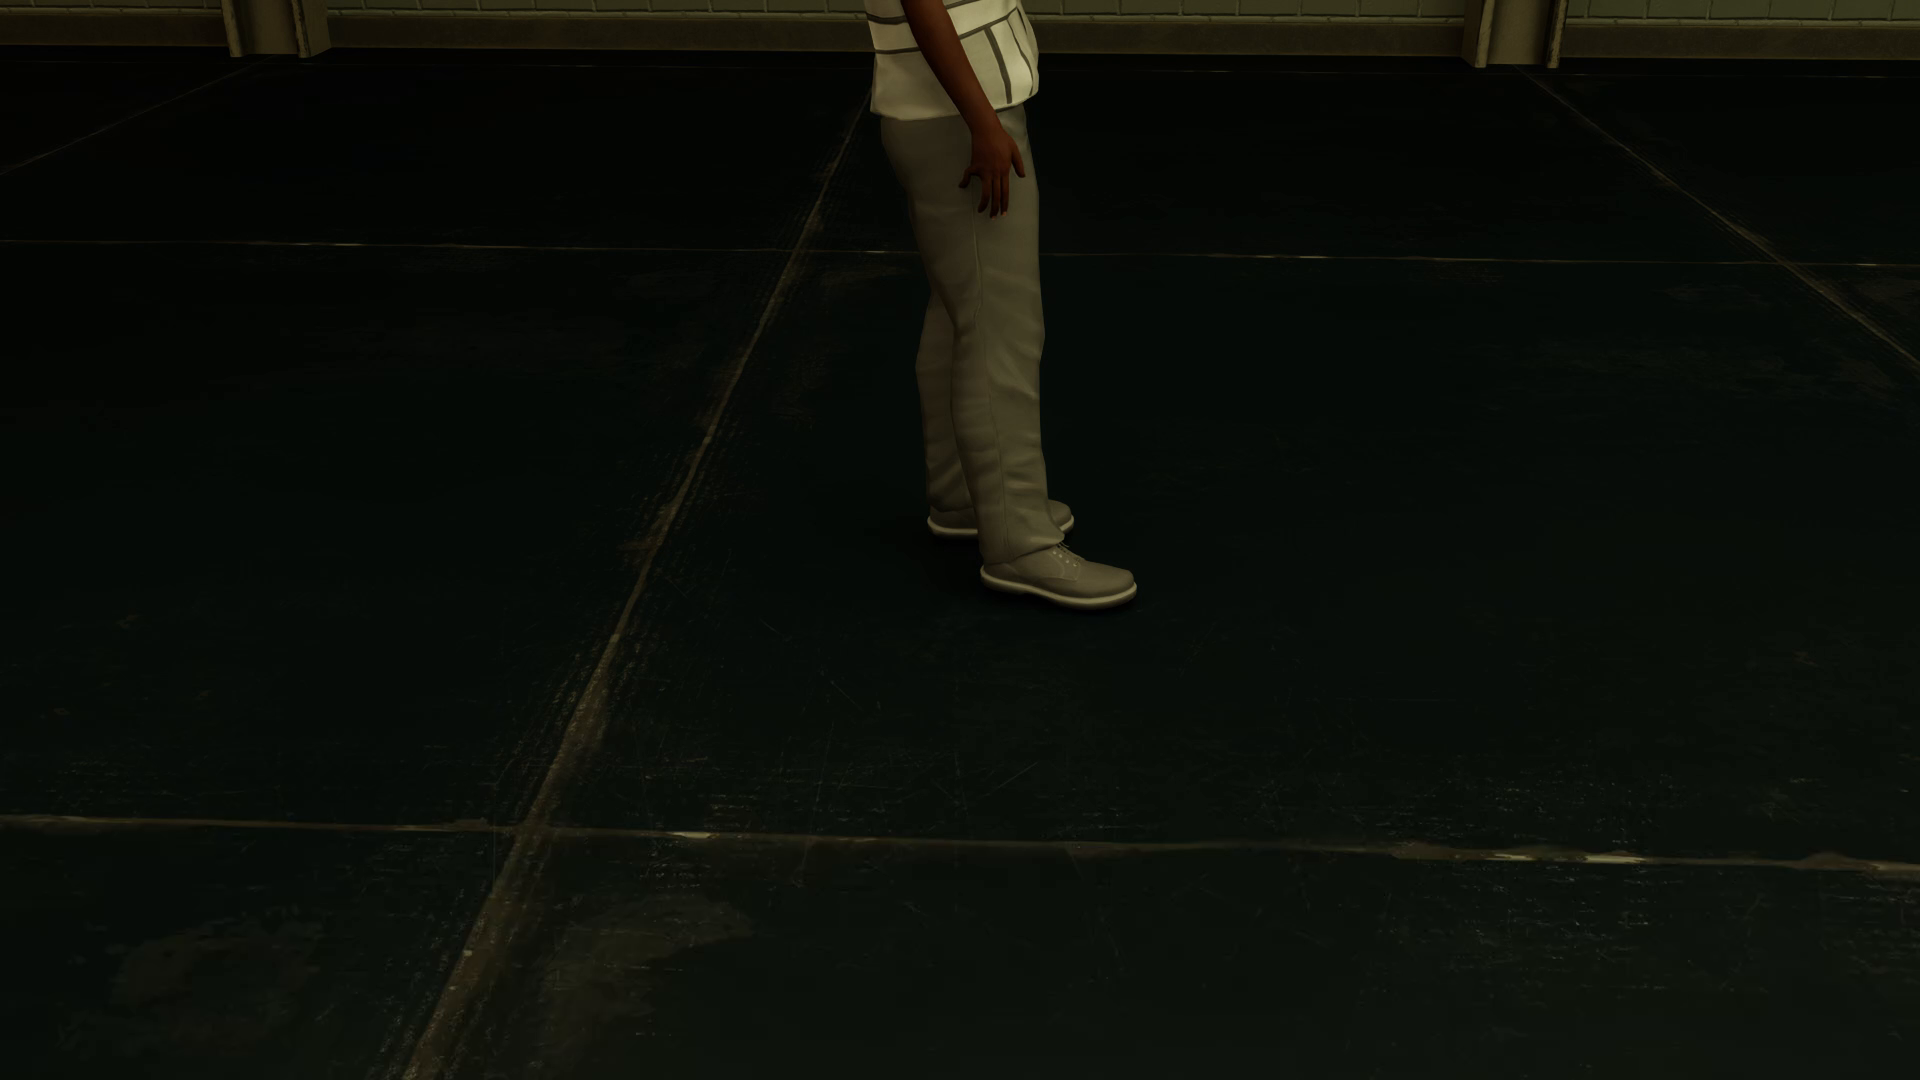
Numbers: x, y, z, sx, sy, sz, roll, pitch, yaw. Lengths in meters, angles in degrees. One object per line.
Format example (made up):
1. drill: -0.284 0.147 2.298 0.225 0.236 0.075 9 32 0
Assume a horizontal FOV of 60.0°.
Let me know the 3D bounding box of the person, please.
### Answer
1. person: 0.074 -0.756 2.934 0.530 1.695 0.569 1 26 2
